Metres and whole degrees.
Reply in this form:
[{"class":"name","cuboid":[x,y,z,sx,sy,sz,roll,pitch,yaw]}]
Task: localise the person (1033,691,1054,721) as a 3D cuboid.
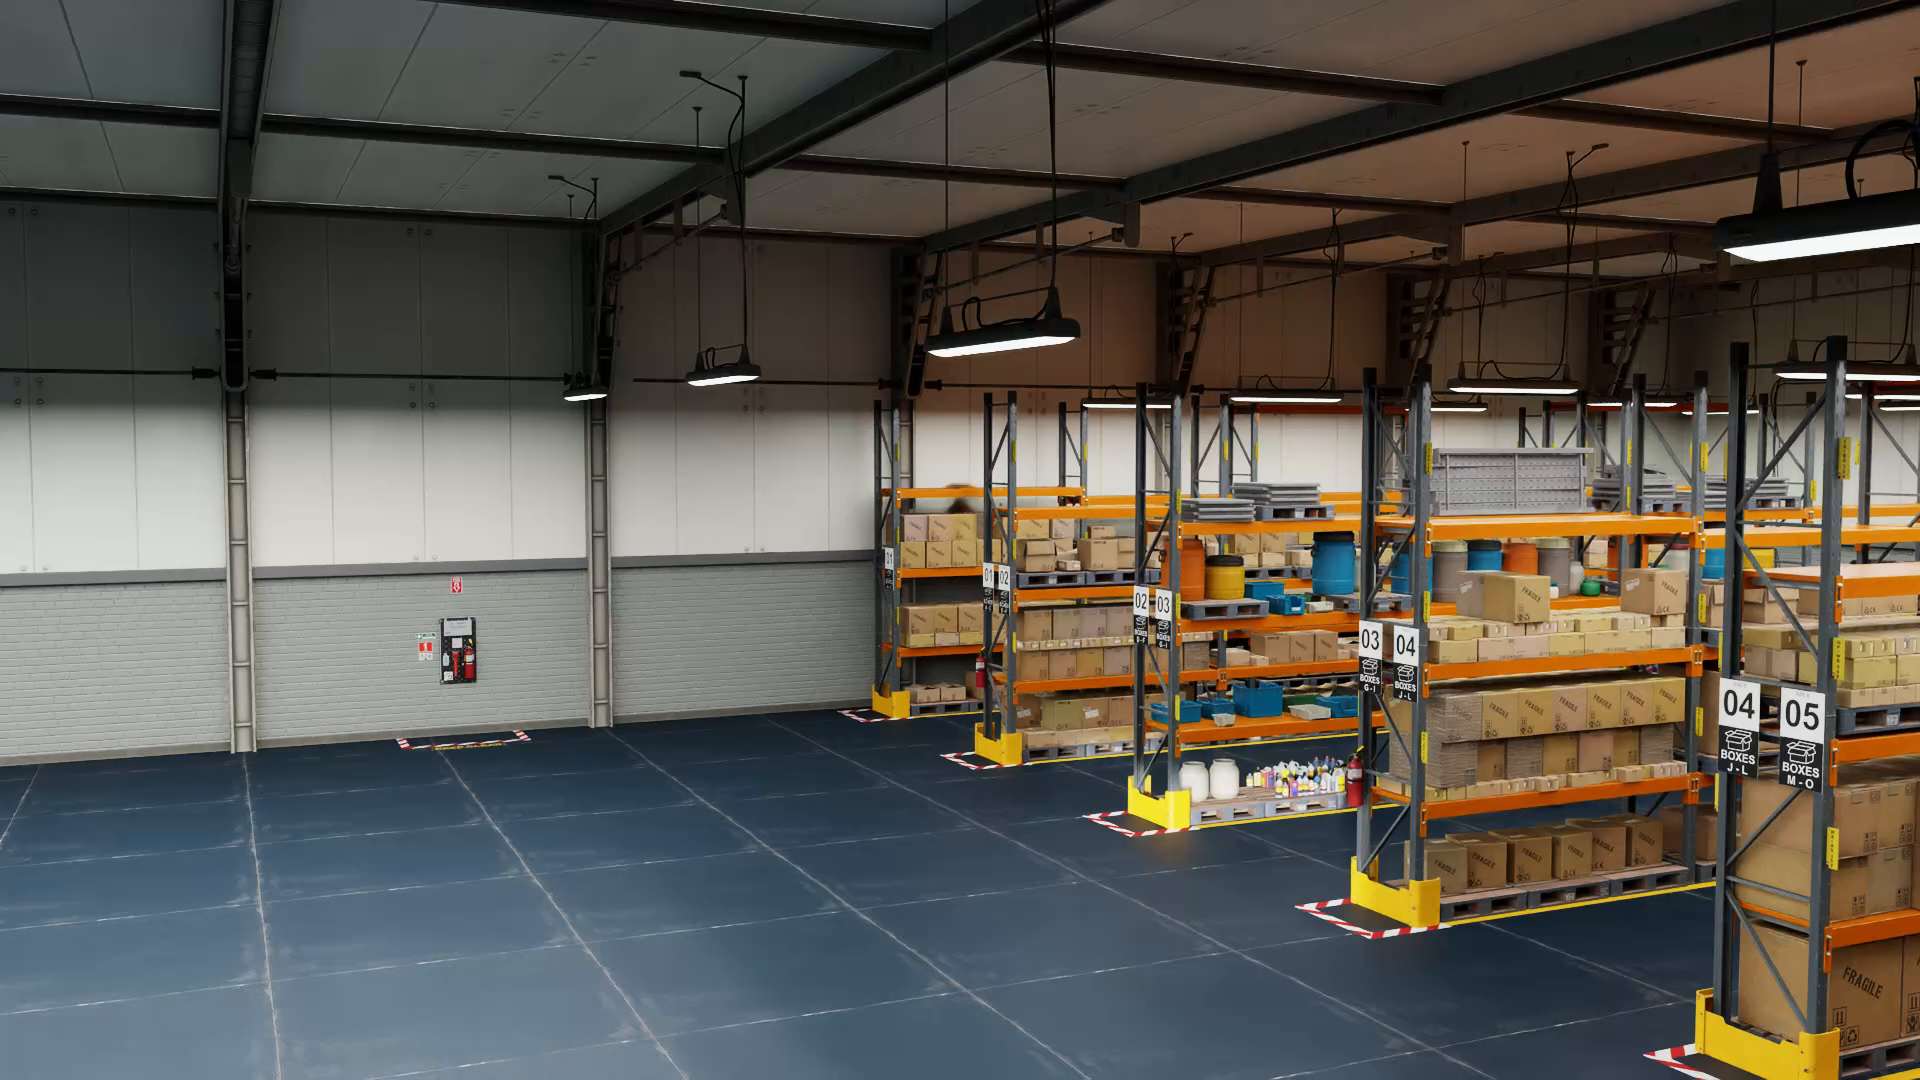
[{"class":"person","cuboid":[1.664,2.527,30.417,0.844,1.789,0.610,-1,3,-18]}]
